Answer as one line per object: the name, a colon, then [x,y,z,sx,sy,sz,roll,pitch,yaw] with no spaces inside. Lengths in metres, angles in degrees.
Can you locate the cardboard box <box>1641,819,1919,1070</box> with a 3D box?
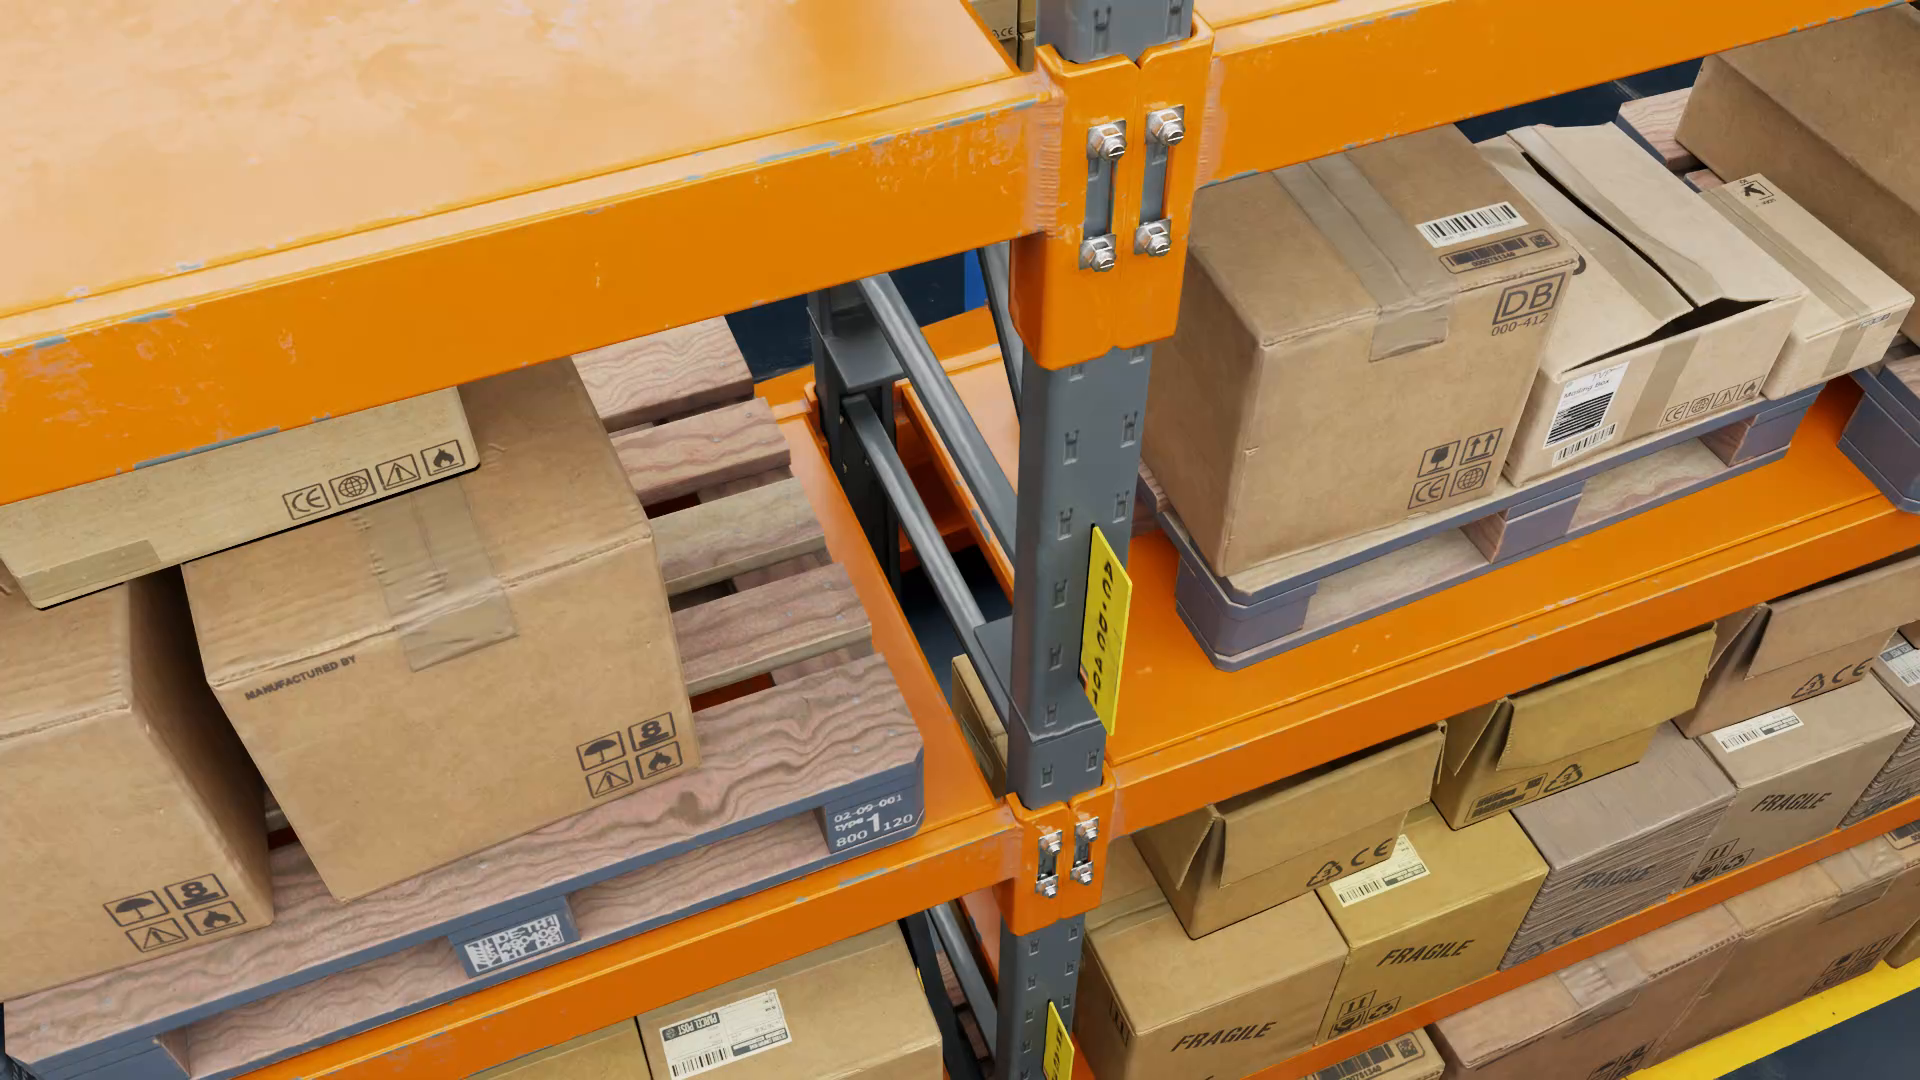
cardboard box: [2.202,0.747,5.096,0.875,0.875,1.225,-17,51,-14]

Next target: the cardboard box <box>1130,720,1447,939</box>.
cardboard box: [0.562,0.357,3.580,0.637,0.503,0.797,-18,52,-15]

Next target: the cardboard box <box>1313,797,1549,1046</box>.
cardboard box: [0.959,0.772,3.885,0.500,0.500,0.500,-17,51,-14]

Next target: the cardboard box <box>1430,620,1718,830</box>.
cardboard box: [1.202,0.168,3.742,0.637,0.503,0.797,-17,51,-14]

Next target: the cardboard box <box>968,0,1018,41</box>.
cardboard box: [-0.058,-2.498,7.635,0.500,0.250,0.500,-15,51,-13]

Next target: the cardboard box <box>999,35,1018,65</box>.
cardboard box: [-0.055,-2.268,7.932,0.500,0.500,0.500,-16,51,-14]

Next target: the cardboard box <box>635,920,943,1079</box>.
cardboard box: [-0.351,0.933,3.221,0.500,0.500,0.500,-16,51,-13]

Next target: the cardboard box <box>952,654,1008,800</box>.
cardboard box: [0.303,0.547,4.078,0.500,0.500,0.500,-17,51,-14]

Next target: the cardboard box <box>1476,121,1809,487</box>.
cardboard box: [1.023,-0.431,2.789,0.500,0.311,0.500,-19,52,-15]

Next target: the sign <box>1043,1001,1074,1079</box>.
sign: [0.185,0.987,3.143,0.005,0.325,0.100,-17,52,-14]

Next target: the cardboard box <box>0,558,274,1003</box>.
cardboard box: [-1.228,0.144,2.104,0.500,0.500,0.700,-15,51,-12]

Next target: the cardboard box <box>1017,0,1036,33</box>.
cardboard box: [0.421,-2.654,7.769,0.500,0.250,0.500,-16,51,-13]

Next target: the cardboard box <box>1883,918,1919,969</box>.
cardboard box: [3.030,0.497,5.311,0.875,0.875,1.225,-19,52,-16]

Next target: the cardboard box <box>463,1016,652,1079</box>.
cardboard box: [-0.816,1.073,3.100,0.500,0.500,0.500,-17,51,-14]

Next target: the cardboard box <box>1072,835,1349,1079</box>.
cardboard box: [0.494,0.916,3.761,0.500,0.500,0.500,-17,51,-14]

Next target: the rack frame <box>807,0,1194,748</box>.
rack frame: [-0.026,-1.049,1.560,0.127,3.000,1.000,-17,52,-14]

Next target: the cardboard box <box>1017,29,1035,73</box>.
cardboard box: [0.419,-2.395,8.041,0.500,0.500,0.500,-19,52,-16]

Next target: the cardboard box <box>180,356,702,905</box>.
cardboard box: [-0.728,-0.007,2.234,0.500,0.500,0.700,-20,52,-16]

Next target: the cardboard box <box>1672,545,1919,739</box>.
cardboard box: [1.771,-0.021,3.905,0.637,0.503,0.797,-16,51,-13]

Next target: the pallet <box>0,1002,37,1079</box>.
pallet: [-1.915,0.531,2.238,1.213,0.211,1.003,-17,52,-14]

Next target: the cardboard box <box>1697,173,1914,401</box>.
cardboard box: [1.409,-0.449,2.910,0.250,0.149,0.380,-19,52,-16]

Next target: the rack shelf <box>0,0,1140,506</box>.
rack shelf: [-1.878,-0.111,1.492,4.000,0.370,1.077,-17,52,-14]

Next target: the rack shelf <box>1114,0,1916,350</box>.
rack shelf: [1.825,-1.258,2.477,4.000,0.370,1.077,-17,52,-14]

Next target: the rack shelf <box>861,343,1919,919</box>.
rack shelf: [1.825,-0.411,3.464,4.000,0.370,1.077,-17,52,-14]

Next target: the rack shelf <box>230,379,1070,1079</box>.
rack shelf: [-1.878,0.736,2.478,4.000,0.370,1.077,-17,52,-14]

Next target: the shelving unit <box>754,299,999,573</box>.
shelving unit: [-0.221,-0.249,6.063,1.048,1.125,0.538,-21,53,-17]

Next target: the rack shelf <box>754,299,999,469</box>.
rack shelf: [-0.221,-0.439,5.841,1.000,0.278,0.538,-21,53,-17]

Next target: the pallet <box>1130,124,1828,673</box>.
pallet: [0.804,-0.307,3.026,1.217,0.209,0.805,-19,52,-16]

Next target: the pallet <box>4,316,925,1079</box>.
pallet: [-0.788,0.184,2.537,1.213,0.211,1.003,-17,52,-14]

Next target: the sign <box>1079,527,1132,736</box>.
sign: [0.185,0.123,2.138,0.005,0.325,0.100,-17,52,-14]

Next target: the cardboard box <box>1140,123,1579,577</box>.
cardboard box: [0.507,-0.415,2.650,0.500,0.500,0.700,-16,51,-13]

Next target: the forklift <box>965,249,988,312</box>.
forklift: [1.554,-1.626,6.055,3.031,2.935,1.130,-21,53,-17]

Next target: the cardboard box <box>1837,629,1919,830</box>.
cardboard box: [2.370,0.331,4.263,0.500,0.500,0.500,-19,52,-15]

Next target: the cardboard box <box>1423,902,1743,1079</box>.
cardboard box: [1.385,1.006,4.873,0.875,0.875,1.225,-19,52,-15]

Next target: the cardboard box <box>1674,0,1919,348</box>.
cardboard box: [1.793,-0.789,2.969,0.637,0.503,0.797,-18,52,-15]

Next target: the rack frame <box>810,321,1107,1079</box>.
rack frame: [-0.026,0.905,3.836,0.127,3.000,1.000,-17,52,-14]

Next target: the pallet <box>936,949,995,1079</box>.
pallet: [0.659,1.540,5.129,1.213,0.211,1.003,-17,52,-14]

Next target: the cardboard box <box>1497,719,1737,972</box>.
cardboard box: [1.422,0.628,4.008,0.500,0.500,0.500,-18,52,-15]

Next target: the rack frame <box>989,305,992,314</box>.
rack frame: [0.232,-0.424,6.214,0.032,1.125,0.500,-21,53,-17]

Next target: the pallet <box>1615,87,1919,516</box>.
pallet: [2.066,-0.613,3.287,1.213,0.211,1.003,-15,51,-13]

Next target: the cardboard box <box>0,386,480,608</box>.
cardboard box: [-0.900,-0.253,1.951,0.500,0.250,0.500,-20,52,-17]

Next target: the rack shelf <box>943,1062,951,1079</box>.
rack shelf: [-1.878,1.713,3.616,4.000,0.370,1.077,-17,52,-14]

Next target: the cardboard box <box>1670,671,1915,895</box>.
cardboard box: [1.899,0.476,4.139,0.500,0.500,0.500,-16,51,-14]

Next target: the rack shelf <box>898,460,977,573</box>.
rack shelf: [-0.221,-0.089,6.248,1.000,0.278,0.538,-21,53,-17]

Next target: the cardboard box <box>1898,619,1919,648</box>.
cardboard box: [2.389,-0.218,4.074,0.637,0.503,0.797,-16,51,-13]

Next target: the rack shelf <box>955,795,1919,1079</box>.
rack shelf: [1.825,0.566,4.602,4.000,0.370,1.077,-17,52,-14]

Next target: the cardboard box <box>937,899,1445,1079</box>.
cardboard box: [0.558,1.263,4.653,0.875,0.875,1.225,-17,51,-14]
